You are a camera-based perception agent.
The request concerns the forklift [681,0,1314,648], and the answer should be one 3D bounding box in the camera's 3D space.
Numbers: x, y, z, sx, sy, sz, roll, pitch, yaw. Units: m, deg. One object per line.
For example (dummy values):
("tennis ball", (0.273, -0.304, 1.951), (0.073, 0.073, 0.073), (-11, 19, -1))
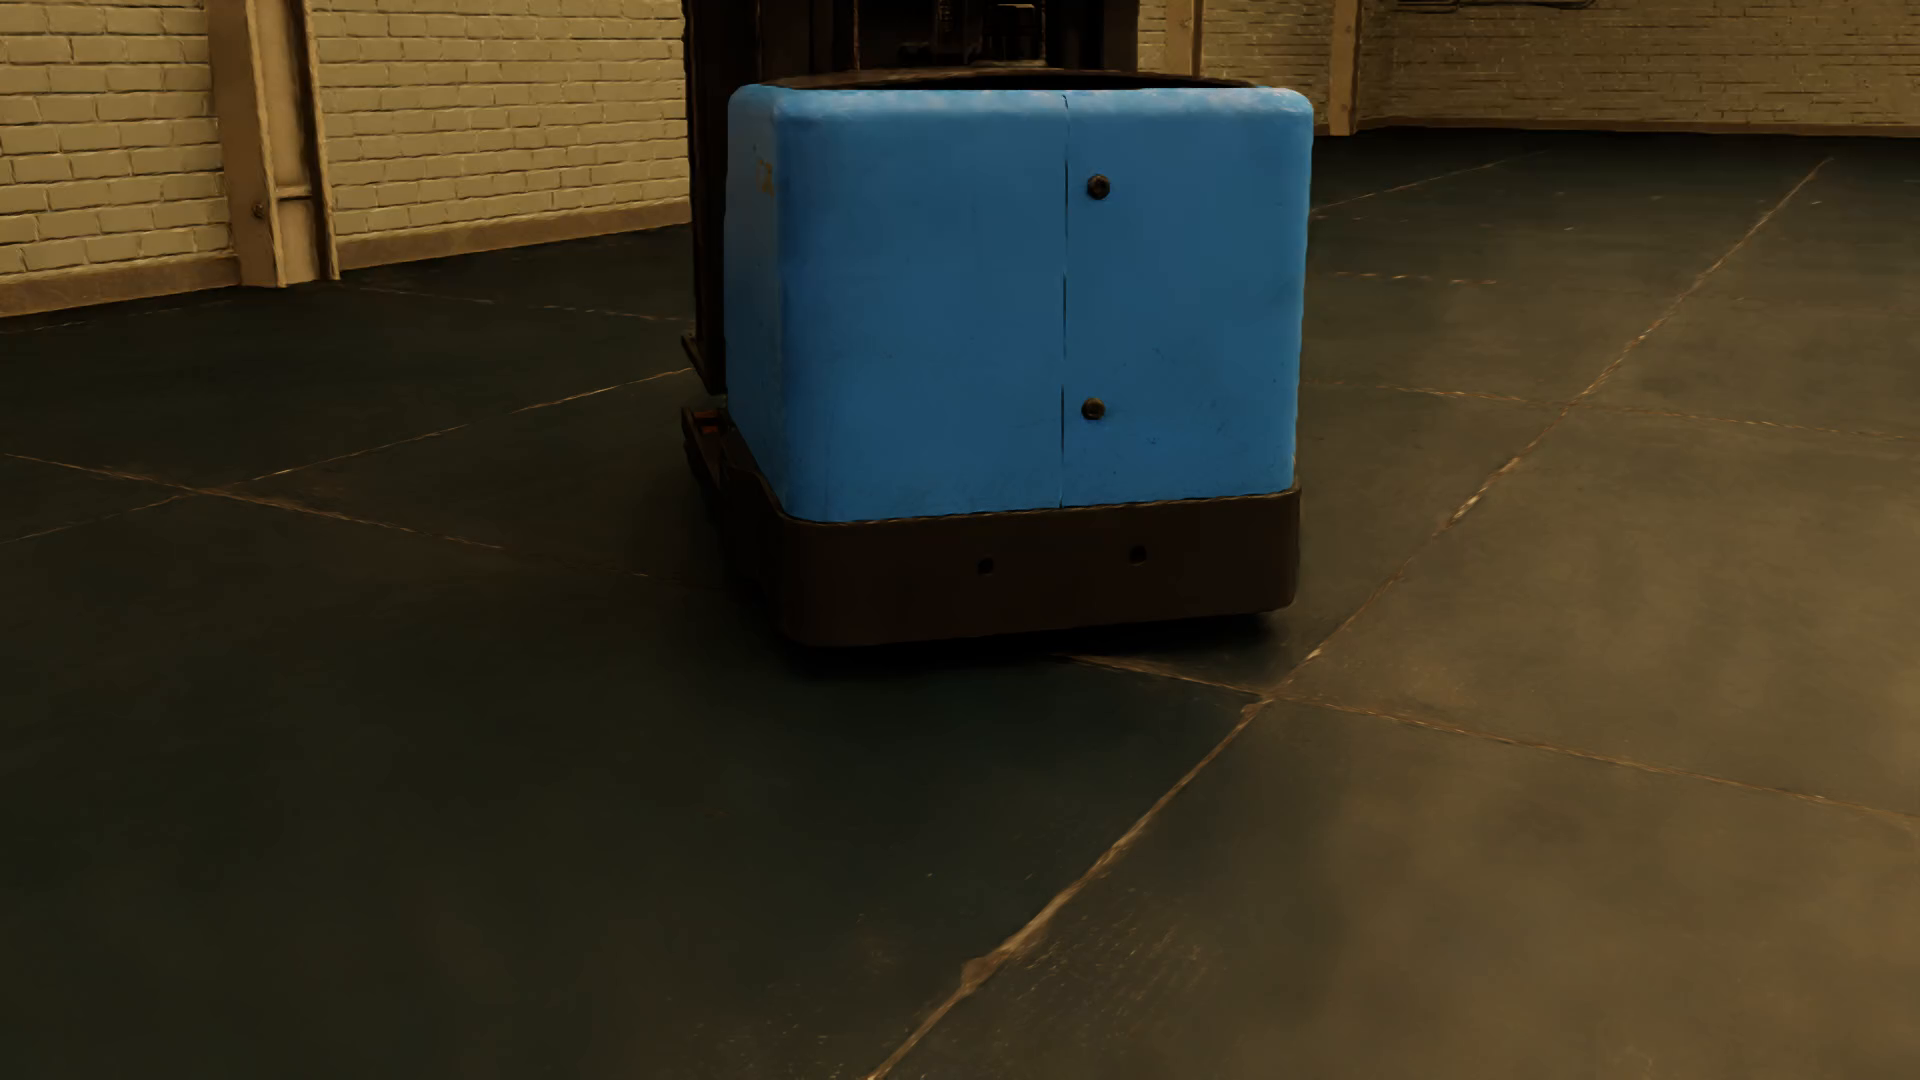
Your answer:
("forklift", (-0.173, -1.579, 4.214), (1.130, 2.935, 3.031), (-4, 17, -13))
